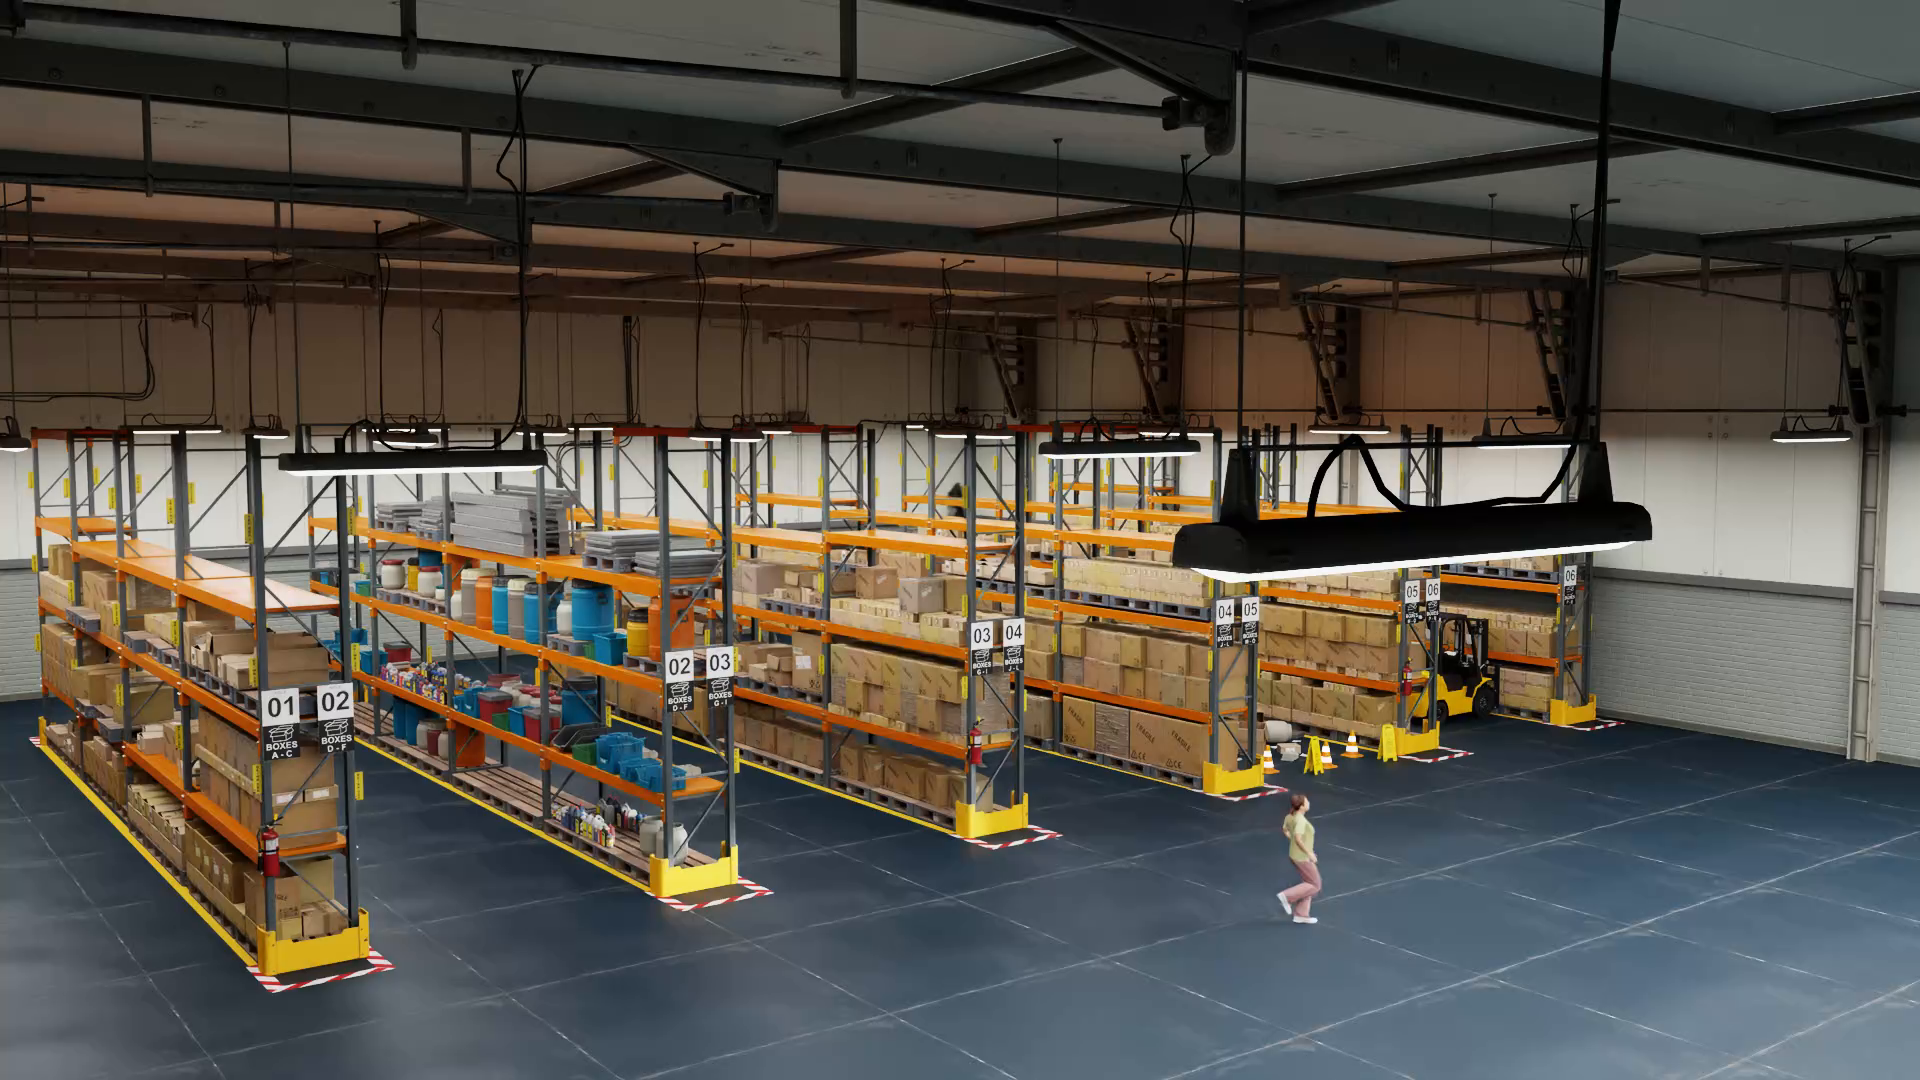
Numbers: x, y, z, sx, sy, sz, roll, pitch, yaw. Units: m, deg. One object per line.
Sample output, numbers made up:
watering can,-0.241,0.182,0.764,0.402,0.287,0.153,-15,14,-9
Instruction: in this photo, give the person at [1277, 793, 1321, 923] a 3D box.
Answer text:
person,4.153,3.921,20.475,0.565,1.627,0.589,-1,5,-10

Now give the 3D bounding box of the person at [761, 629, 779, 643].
person,-4.865,2.106,42.604,0.605,1.647,0.930,3,6,37

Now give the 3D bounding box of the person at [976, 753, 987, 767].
person,0.302,3.169,29.546,0.705,1.739,0.702,4,6,39
